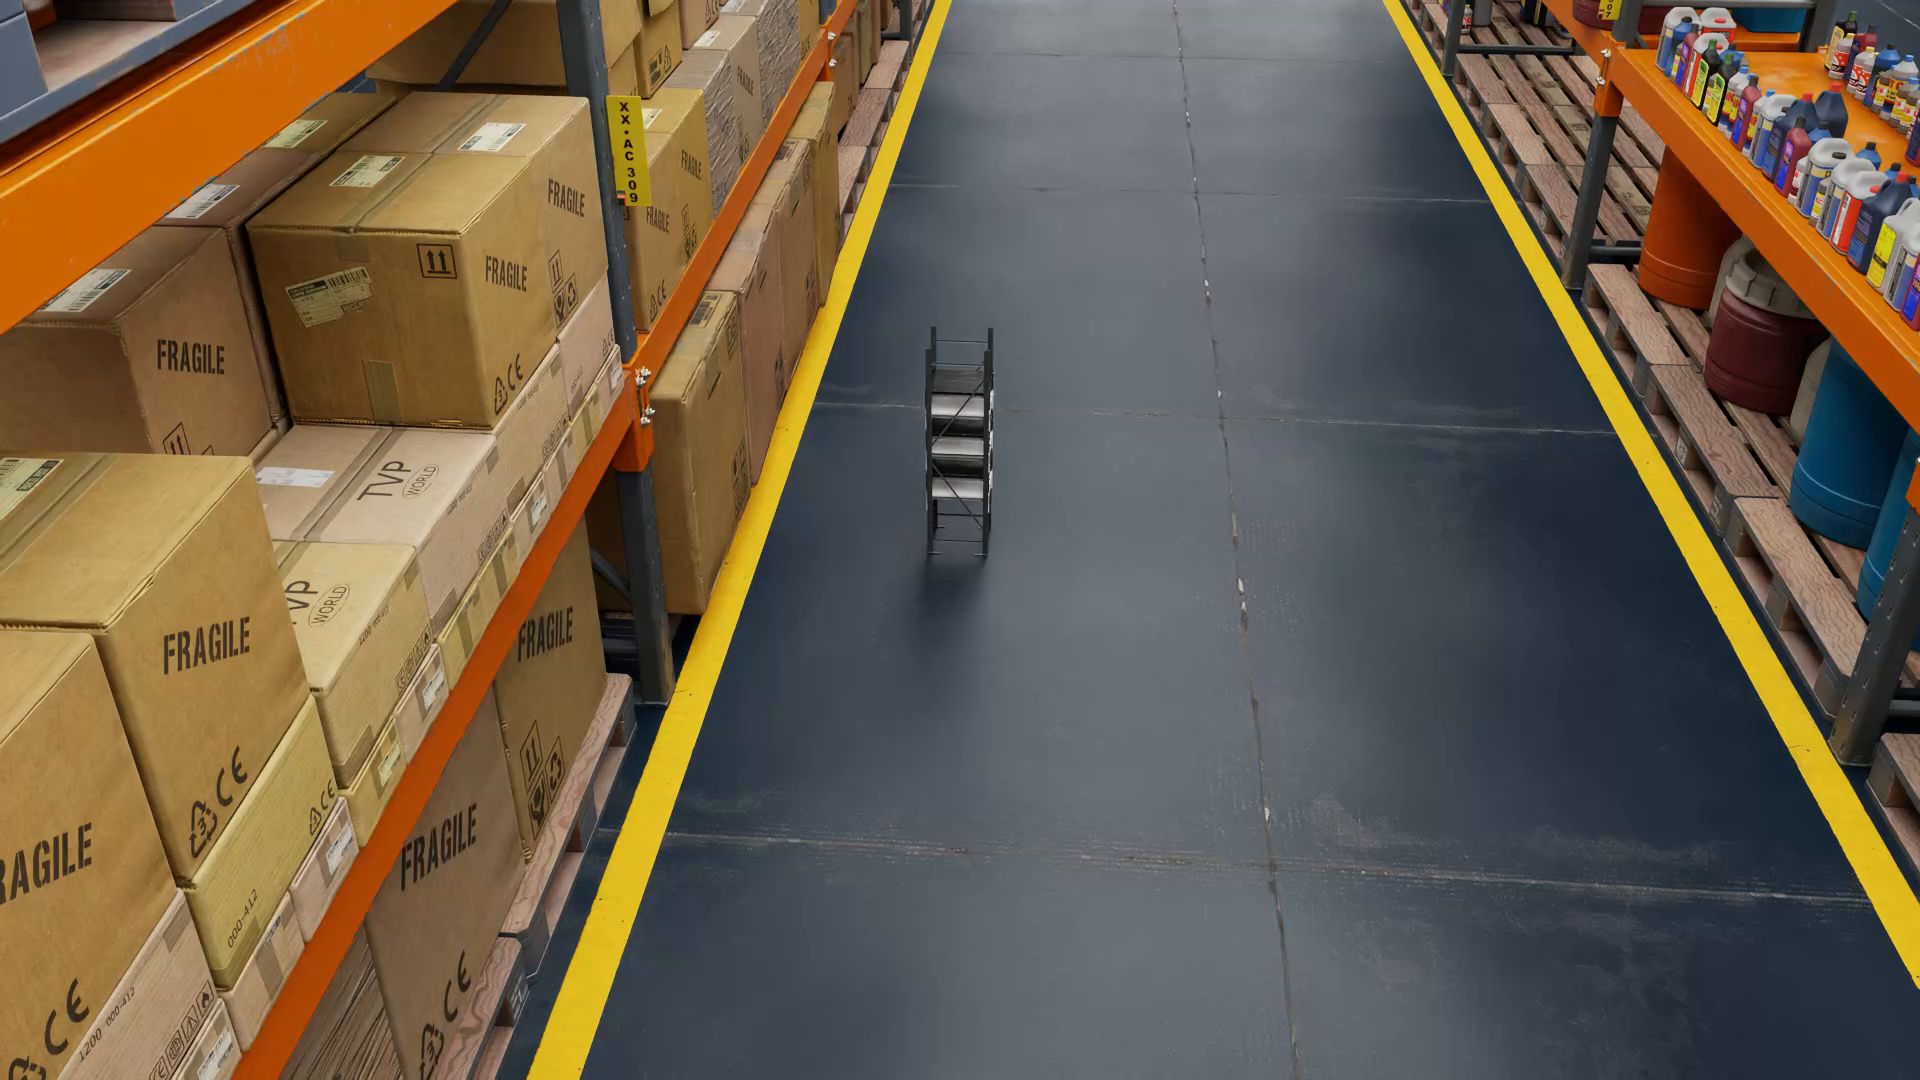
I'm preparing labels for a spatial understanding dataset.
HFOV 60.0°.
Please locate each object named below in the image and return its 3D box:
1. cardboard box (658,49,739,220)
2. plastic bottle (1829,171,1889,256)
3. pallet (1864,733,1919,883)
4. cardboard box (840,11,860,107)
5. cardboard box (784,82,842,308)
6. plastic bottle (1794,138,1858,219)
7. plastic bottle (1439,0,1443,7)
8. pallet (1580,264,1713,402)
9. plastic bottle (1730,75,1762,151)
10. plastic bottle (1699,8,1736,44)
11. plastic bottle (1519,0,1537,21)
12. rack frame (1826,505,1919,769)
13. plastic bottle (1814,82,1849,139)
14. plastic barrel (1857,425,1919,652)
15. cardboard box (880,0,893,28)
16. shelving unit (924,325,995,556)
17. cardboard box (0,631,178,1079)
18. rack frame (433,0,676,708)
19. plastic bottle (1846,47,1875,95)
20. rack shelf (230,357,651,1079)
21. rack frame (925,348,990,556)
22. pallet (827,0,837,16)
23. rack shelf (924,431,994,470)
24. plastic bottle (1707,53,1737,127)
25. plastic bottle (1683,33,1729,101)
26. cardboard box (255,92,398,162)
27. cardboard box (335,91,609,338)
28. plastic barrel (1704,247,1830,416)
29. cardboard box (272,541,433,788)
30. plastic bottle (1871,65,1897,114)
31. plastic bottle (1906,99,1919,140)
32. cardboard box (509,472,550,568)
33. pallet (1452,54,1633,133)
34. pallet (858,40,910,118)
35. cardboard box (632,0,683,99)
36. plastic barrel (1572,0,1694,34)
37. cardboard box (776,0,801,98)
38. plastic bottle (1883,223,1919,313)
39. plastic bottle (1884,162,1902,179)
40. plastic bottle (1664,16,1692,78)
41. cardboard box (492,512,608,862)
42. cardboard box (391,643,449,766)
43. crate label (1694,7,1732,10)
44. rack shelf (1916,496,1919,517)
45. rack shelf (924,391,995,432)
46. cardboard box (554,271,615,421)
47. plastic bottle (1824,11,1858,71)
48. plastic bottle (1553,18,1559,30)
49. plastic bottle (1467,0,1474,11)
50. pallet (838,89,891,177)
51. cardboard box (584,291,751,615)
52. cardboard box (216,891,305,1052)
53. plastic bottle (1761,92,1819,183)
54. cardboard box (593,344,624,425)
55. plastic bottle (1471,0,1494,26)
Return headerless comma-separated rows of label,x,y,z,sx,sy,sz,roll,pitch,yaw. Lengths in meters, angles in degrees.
cardboard box,-1.143,-1.541,6.296,0.500,0.500,0.500,2,32,3
plastic bottle,3.206,-1.154,5.882,0.152,0.276,0.135,2,32,4
pallet,3.404,1.041,4.860,1.003,0.211,1.213,2,32,4
cardboard box,-1.034,-3.189,11.029,0.700,0.500,0.500,0,32,0
cardboard box,-1.262,-1.750,8.355,1.225,0.875,0.875,1,32,2
plastic bottle,3.236,-1.346,6.193,0.152,0.276,0.135,2,32,4
plastic bottle,3.884,-4.394,13.126,0.144,0.351,0.185,2,32,4
pallet,3.729,-1.023,8.209,1.003,0.211,1.213,2,32,4
plastic bottle,3.254,-1.760,6.857,0.061,0.283,0.133,2,32,4
plastic bottle,3.545,-2.352,7.826,0.152,0.276,0.135,2,32,4
plastic bottle,4.413,-4.186,12.789,0.144,0.351,0.185,2,32,4
rack frame,3.426,-0.532,4.755,1.000,3.000,0.127,2,32,4
plastic bottle,3.427,-1.646,6.609,0.144,0.351,0.185,2,32,4
plastic barrel,3.487,-0.102,5.656,0.600,0.901,0.708,2,32,4
cardboard box,-0.787,-4.249,12.768,0.500,0.500,0.500,2,32,2
shelving unit,-0.001,-0.379,6.507,0.258,0.900,0.210,2,32,4
cardboard box,-1.488,0.465,2.282,0.500,0.500,0.500,2,32,3
rack frame,-1.511,-0.744,5.098,1.000,3.000,0.127,2,32,4
plastic bottle,4.097,-2.130,7.536,0.097,0.201,0.097,0,32,0
rack shelf,-1.674,0.608,3.590,1.077,0.370,4.000,2,32,4
rack frame,-0.009,-0.326,6.421,0.240,0.900,0.006,2,32,4
pallet,-1.233,-3.131,9.155,1.213,0.211,1.003,2,32,4
rack shelf,-0.001,-0.350,6.525,0.258,0.077,0.200,2,32,4
plastic bottle,3.281,-1.931,7.136,0.061,0.283,0.133,2,32,4
plastic bottle,3.356,-2.117,7.444,0.152,0.276,0.135,2,32,4
cardboard box,-1.805,-0.887,4.474,0.500,0.500,0.500,2,32,4
cardboard box,-1.282,-0.874,4.454,0.500,0.500,0.500,3,32,5
plastic barrel,3.636,-0.929,7.297,0.600,0.588,0.708,2,32,4
cardboard box,-1.411,0.238,3.365,0.500,0.250,0.500,2,32,3
plastic bottle,4.073,-1.977,7.288,0.097,0.201,0.097,0,32,0
plastic bottle,4.042,-1.773,6.958,0.097,0.201,0.097,0,32,0
cardboard box,-1.272,-0.060,4.228,0.380,0.149,0.250,3,32,5
pallet,4.052,-3.116,11.605,1.003,0.211,1.213,2,32,4
pallet,-0.922,-3.333,11.957,1.003,0.211,1.213,2,32,4
cardboard box,-1.400,-1.906,5.933,0.797,0.503,0.637,3,32,5
plastic barrel,3.487,-2.938,8.528,0.600,0.536,0.708,2,32,4
cardboard box,-1.025,-2.349,7.607,0.500,0.500,0.500,2,32,4
plastic bottle,3.165,-0.891,5.454,0.152,0.276,0.135,2,32,4
plastic bottle,3.343,-1.227,6.005,0.097,0.271,0.097,0,32,0
plastic bottle,3.357,-2.297,7.741,0.097,0.271,0.097,0,32,0
cardboard box,-1.644,0.323,4.991,0.875,0.875,0.875,2,32,4
cardboard box,-1.335,0.341,3.576,0.380,0.149,0.250,3,32,5
crate label,4.102,-3.147,8.964,0.502,0.435,0.616,2,32,4
rack shelf,3.263,0.820,3.247,1.077,0.370,4.000,2,32,4
rack shelf,-0.001,-0.504,6.430,0.258,0.077,0.200,2,32,4
cardboard box,-1.285,-0.565,4.667,0.500,0.250,0.500,2,32,3
plastic bottle,4.144,-2.345,7.807,0.061,0.283,0.133,2,32,4
plastic bottle,4.556,-3.966,12.574,0.097,0.201,0.097,0,32,0
plastic bottle,3.842,-4.124,12.689,0.144,0.351,0.185,2,32,3
pallet,-1.018,-2.693,10.919,1.003,0.211,1.213,2,32,4
cardboard box,-1.479,-0.354,6.090,1.225,0.875,0.875,3,32,4
cardboard box,-1.397,0.746,2.920,0.380,0.149,0.250,2,32,3
plastic bottle,3.264,-1.582,6.505,0.144,0.351,0.185,2,32,4
cardboard box,-1.209,-0.464,4.883,0.380,0.149,0.250,3,32,4
plastic bottle,3.986,-4.118,12.679,0.144,0.351,0.185,2,32,4
